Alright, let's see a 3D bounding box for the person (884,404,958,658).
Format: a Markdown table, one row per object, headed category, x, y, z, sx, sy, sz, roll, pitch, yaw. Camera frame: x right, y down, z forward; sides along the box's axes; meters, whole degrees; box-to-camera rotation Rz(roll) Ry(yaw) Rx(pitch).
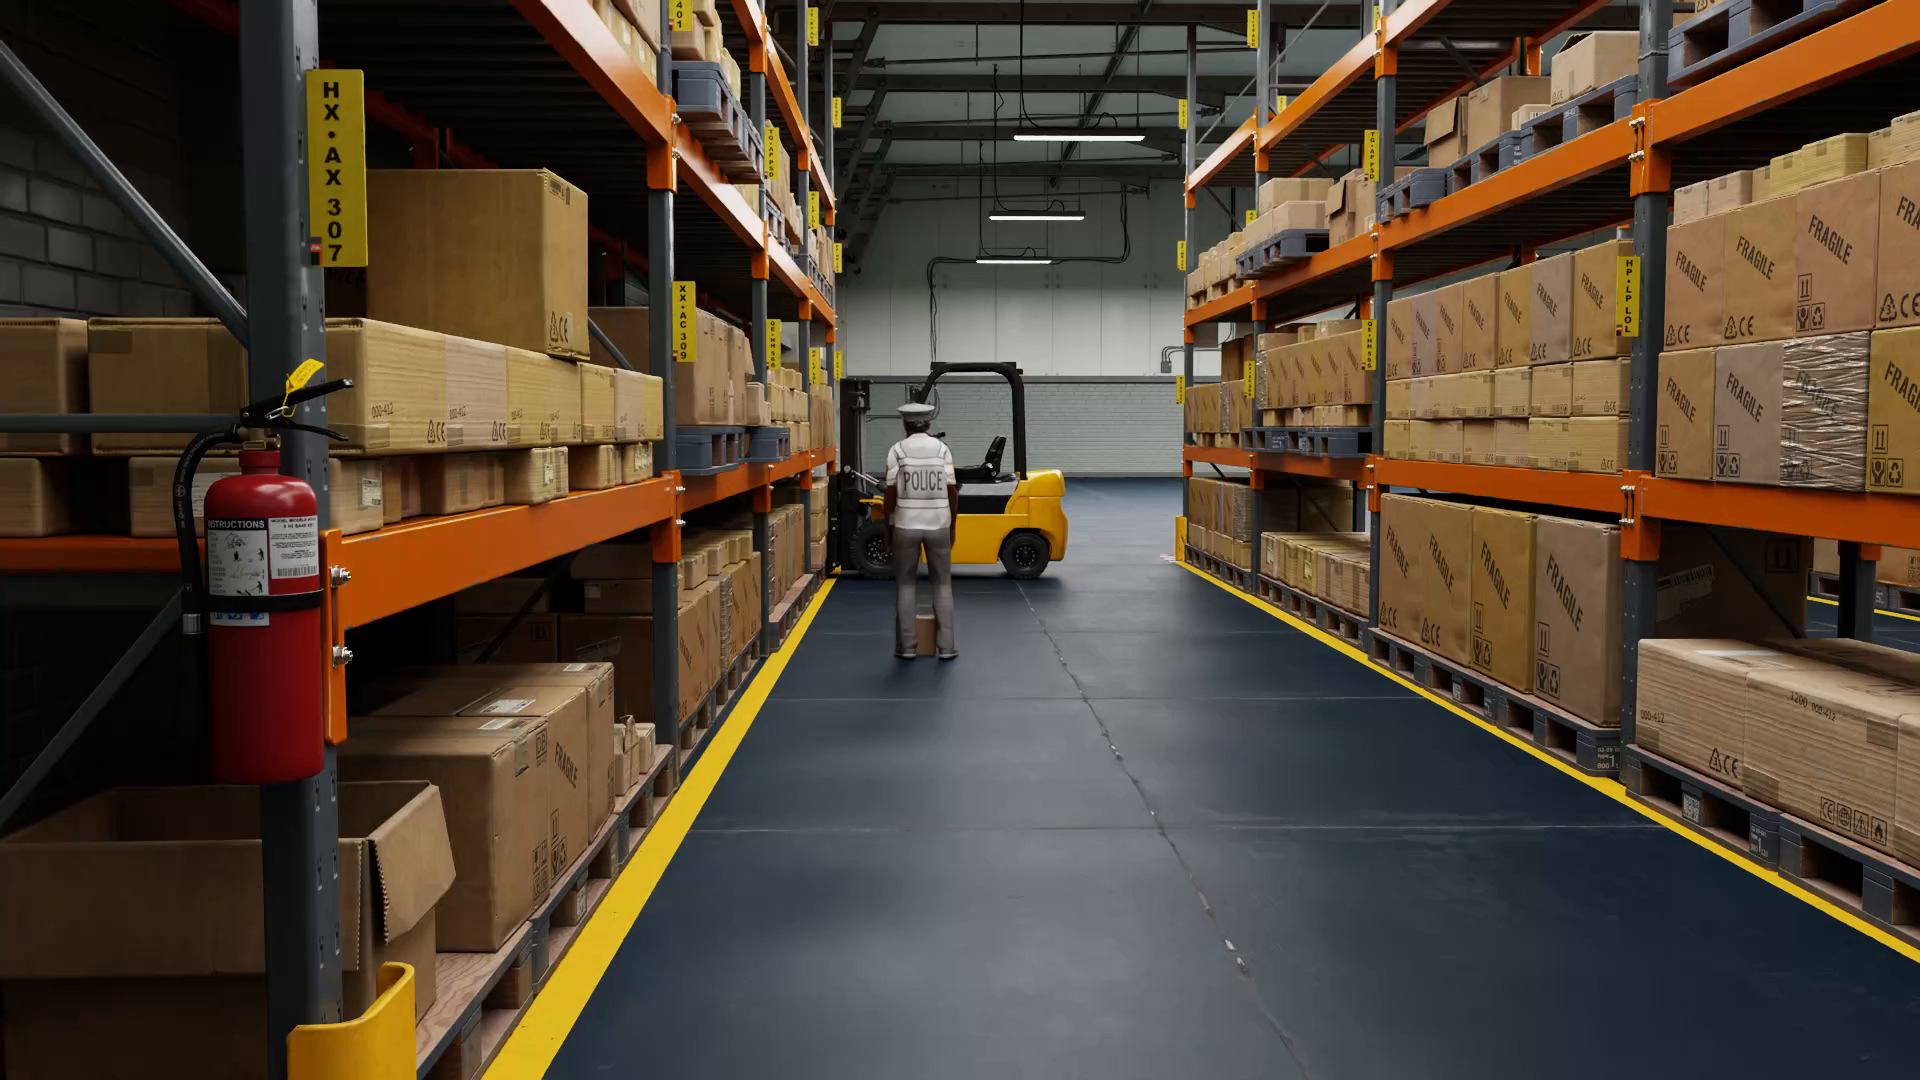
| category | x | y | z | sx | sy | sz | roll | pitch | yaw |
| --- | --- | --- | --- | --- | --- | --- | --- | --- | --- |
| person | -0.251 | -0.055 | 10.819 | 0.506 | 1.659 | 0.425 | -1 | 4 | -9 |
